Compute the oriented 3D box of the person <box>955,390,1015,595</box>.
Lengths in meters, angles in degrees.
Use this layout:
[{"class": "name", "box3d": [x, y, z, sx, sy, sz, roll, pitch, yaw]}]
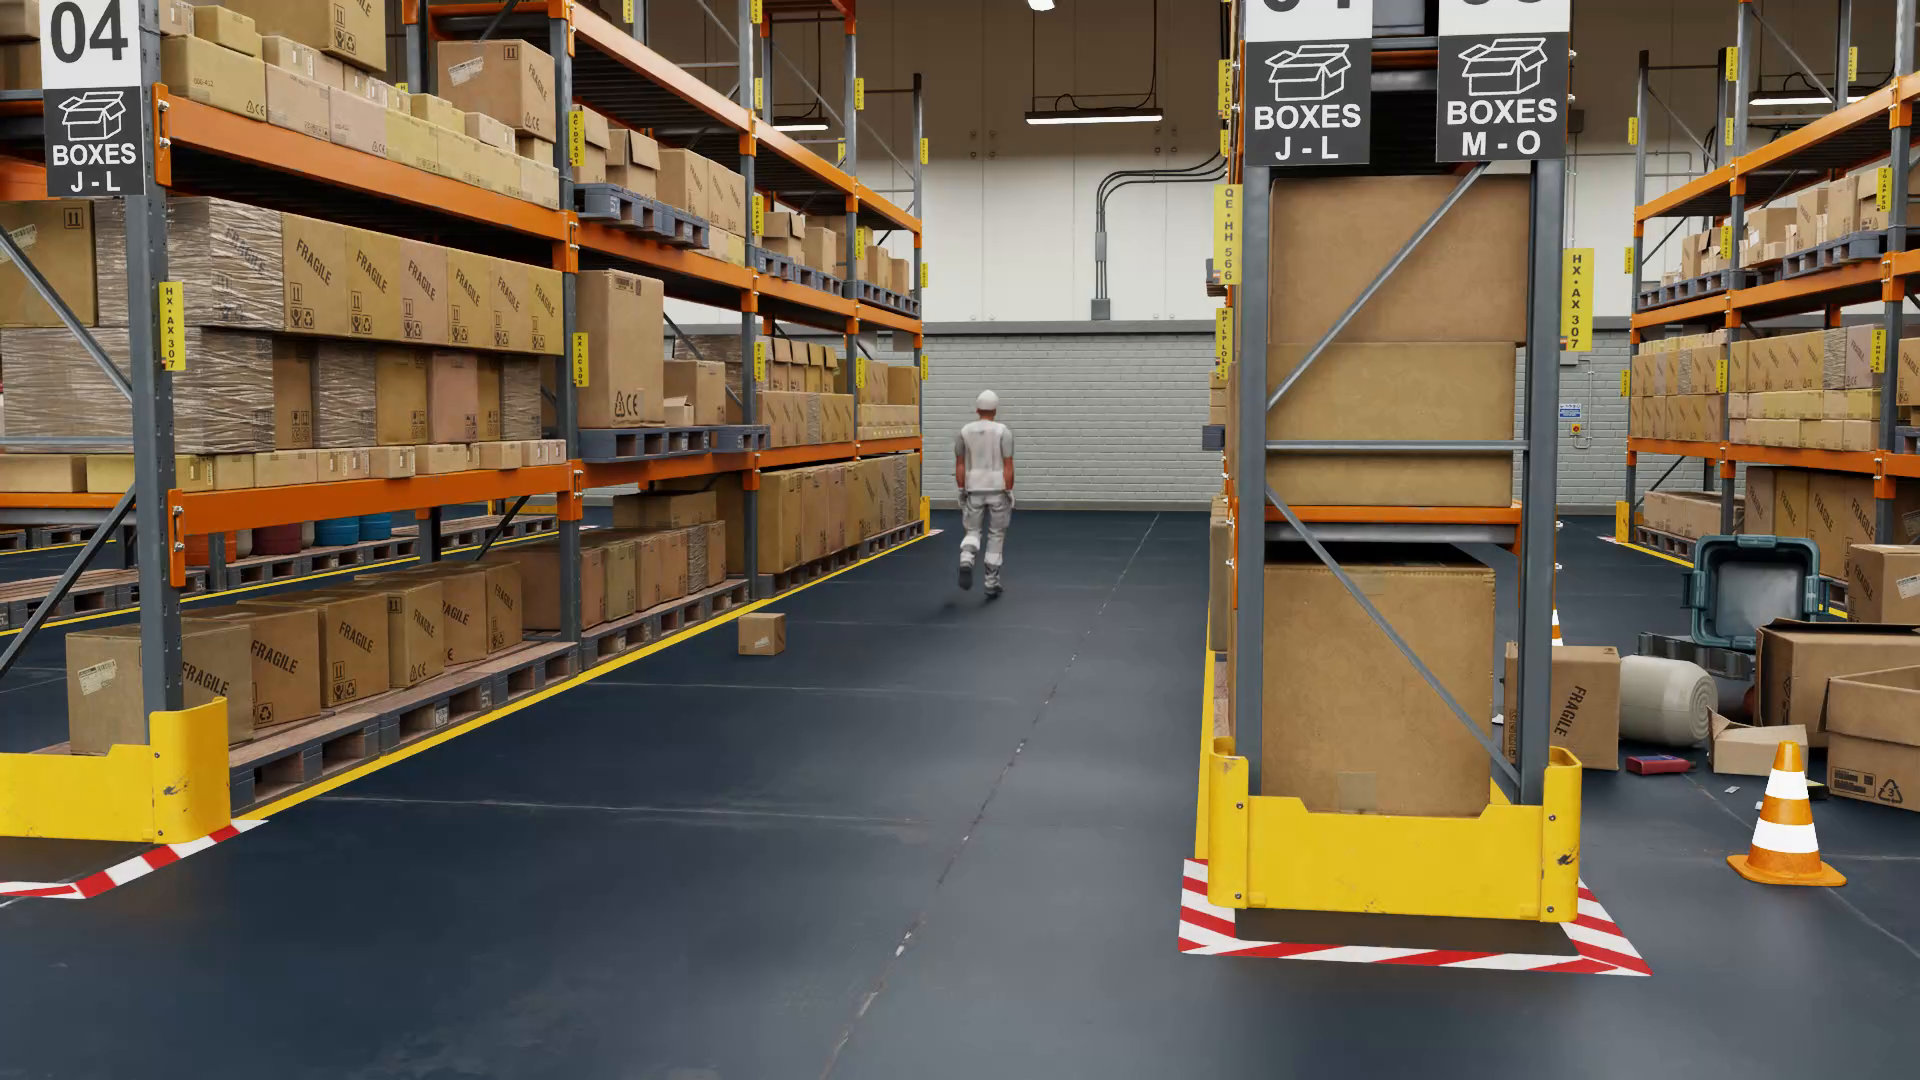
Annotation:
[{"class": "person", "box3d": [0.218, -0.410, 14.468, 0.529, 1.781, 0.586, 1, 5, 17]}]
